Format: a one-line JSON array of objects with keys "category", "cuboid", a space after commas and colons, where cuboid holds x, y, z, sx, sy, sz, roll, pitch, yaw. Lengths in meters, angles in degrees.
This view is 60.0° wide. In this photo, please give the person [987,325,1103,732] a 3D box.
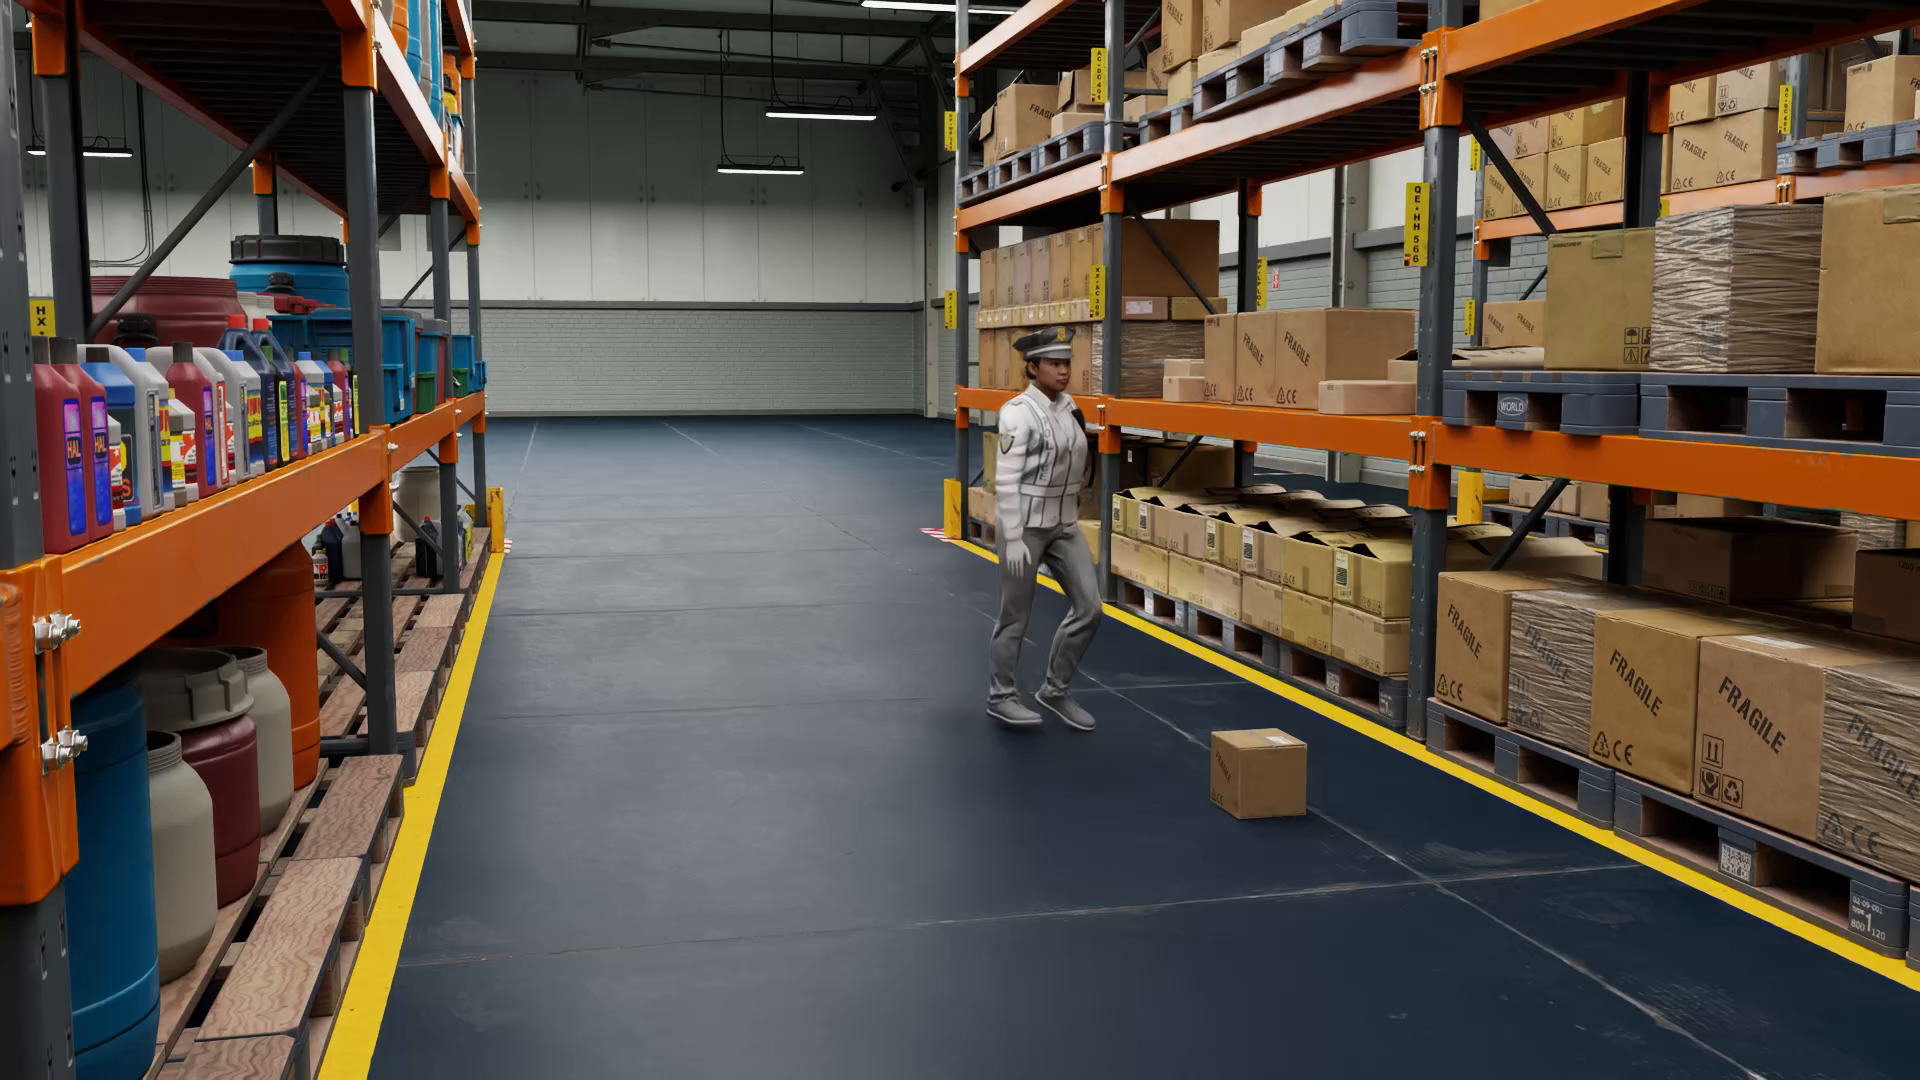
[{"category": "person", "cuboid": [0.305, -0.033, 6.849, 0.512, 1.682, 0.501, -6, 9, -43]}]
